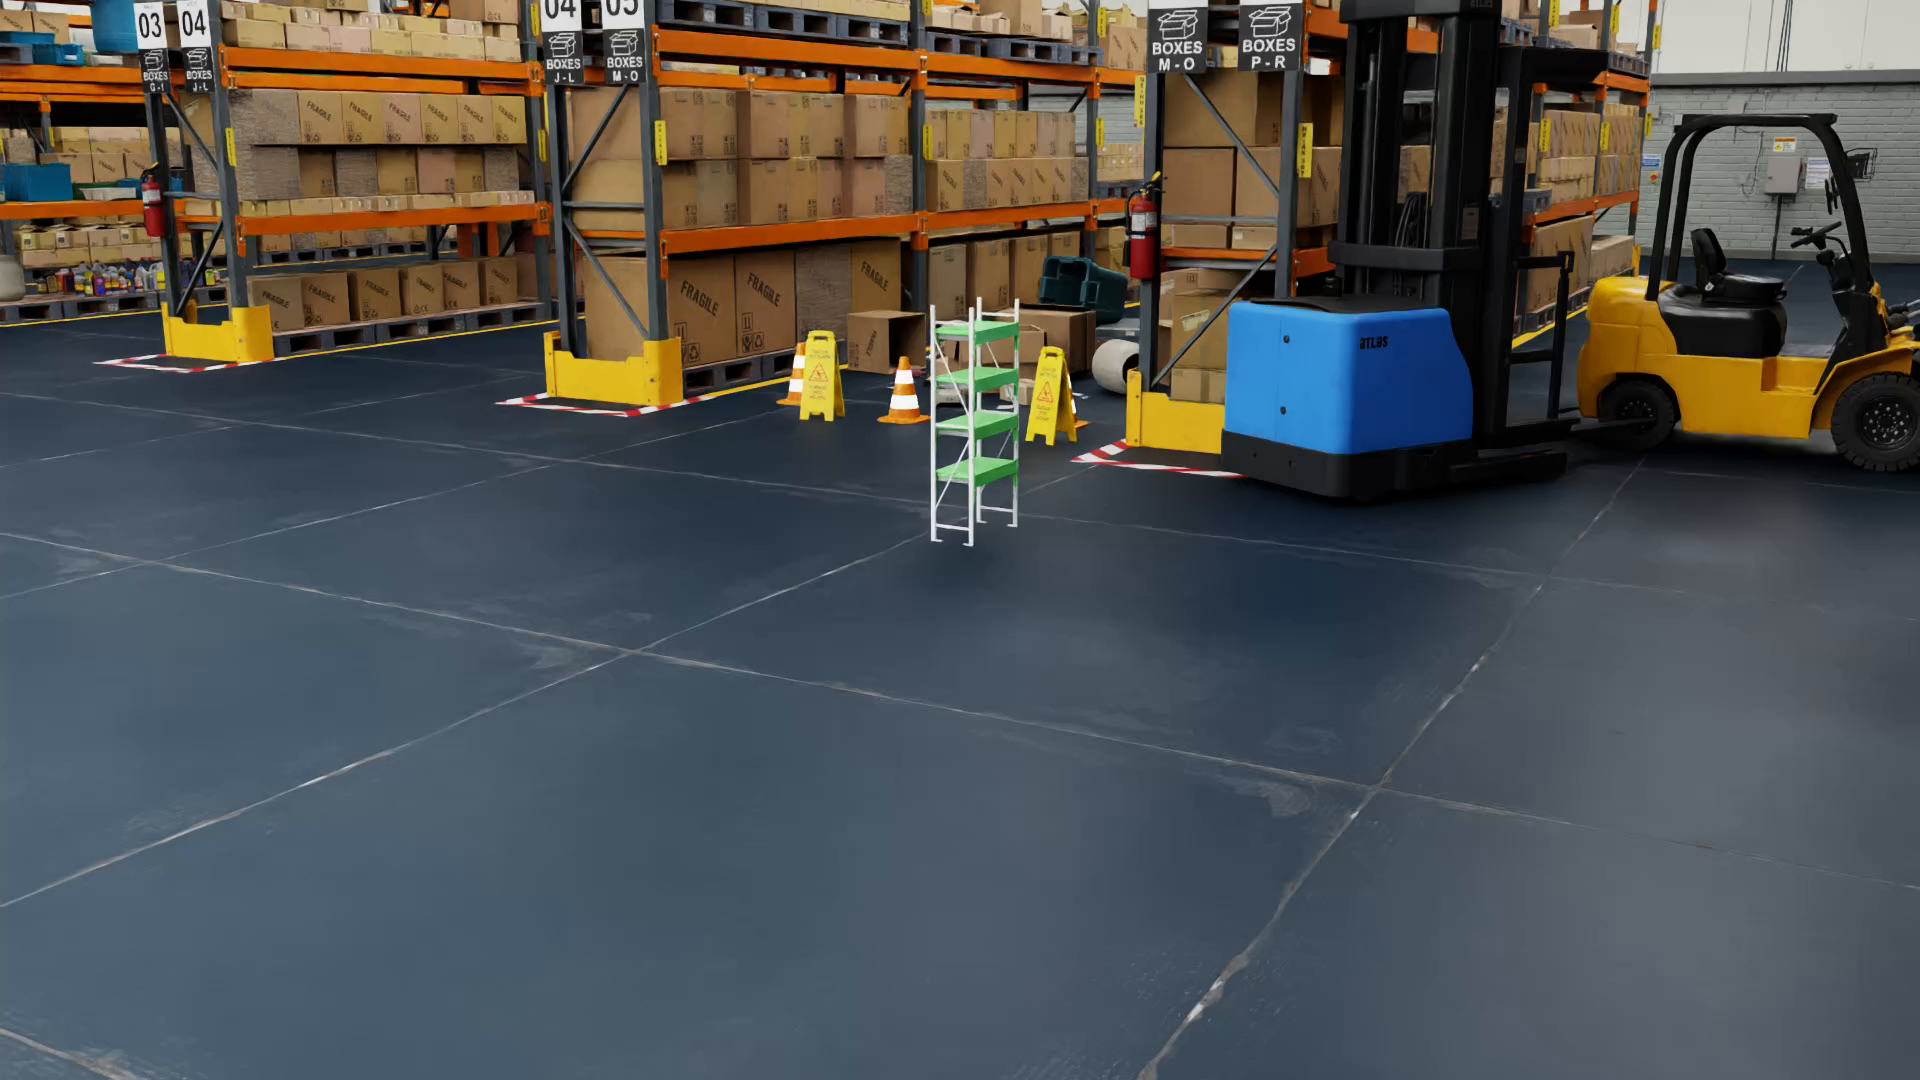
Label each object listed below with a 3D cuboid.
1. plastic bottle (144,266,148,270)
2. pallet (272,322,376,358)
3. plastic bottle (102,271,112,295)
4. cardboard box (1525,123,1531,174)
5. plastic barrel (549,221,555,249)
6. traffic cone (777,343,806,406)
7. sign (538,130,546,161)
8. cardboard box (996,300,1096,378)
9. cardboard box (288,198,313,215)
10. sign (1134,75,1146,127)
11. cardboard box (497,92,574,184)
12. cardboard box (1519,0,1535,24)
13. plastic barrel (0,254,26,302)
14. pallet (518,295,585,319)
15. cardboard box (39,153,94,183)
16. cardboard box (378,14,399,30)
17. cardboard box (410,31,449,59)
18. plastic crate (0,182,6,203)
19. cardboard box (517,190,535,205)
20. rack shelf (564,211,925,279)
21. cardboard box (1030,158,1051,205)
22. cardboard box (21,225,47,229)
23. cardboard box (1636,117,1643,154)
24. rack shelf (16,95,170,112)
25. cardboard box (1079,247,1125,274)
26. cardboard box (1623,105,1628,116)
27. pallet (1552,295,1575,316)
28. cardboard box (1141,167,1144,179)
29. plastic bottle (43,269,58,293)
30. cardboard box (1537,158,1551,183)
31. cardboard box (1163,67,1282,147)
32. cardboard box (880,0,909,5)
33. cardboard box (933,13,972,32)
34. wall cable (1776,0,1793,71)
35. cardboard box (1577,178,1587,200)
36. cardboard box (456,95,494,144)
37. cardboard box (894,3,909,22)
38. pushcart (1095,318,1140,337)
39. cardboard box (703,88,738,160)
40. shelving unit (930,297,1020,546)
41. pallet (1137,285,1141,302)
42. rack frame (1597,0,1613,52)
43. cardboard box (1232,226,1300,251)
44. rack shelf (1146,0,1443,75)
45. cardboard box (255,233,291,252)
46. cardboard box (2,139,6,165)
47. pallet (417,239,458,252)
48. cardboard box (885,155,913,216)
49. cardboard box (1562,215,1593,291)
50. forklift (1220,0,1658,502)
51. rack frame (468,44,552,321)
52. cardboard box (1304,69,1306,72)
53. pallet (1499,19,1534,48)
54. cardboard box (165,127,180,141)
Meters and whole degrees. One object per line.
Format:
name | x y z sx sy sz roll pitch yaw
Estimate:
plastic bottle | -9.837 -3.182 20.191 0.061 0.283 0.133 7 15 28
pallet | -6.564 -1.994 16.354 1.003 0.211 1.213 7 15 28
plastic bottle | -10.045 -3.027 19.572 0.097 0.271 0.097 0 14 0
cardboard box | 5.301 -3.855 16.380 0.500 0.500 0.500 7 15 27
plastic barrel | -6.531 -4.829 26.574 0.421 0.512 0.421 0 14 0
traffic cone | -1.232 -1.303 12.953 0.336 0.463 0.334 7 15 28
sign | -4.612 -4.353 18.342 0.100 0.325 0.005 7 15 28
cardboard box | 0.728 -1.741 14.392 0.797 0.637 0.503 7 15 28
cardboard box | -6.406 -3.179 15.857 0.380 0.149 0.250 7 15 28
sign | 1.174 -2.832 10.736 0.100 0.325 0.005 7 15 28
cardboard box | -4.584 -4.635 19.183 1.000 1.000 1.000 7 15 28
cardboard box | 5.568 -5.497 17.418 0.797 0.503 0.637 6 15 25
plastic barrel | -10.867 -2.974 18.881 0.421 0.512 0.421 0 14 0
pallet | -4.716 -2.796 19.682 1.003 0.211 1.213 7 15 28
cardboard box | -13.121 -5.428 24.433 0.500 0.500 0.500 9 16 32
cardboard box | -5.835 -5.155 16.587 0.380 0.149 0.250 7 15 26
cardboard box | -5.586 -5.043 16.972 0.500 0.250 0.500 7 15 28
plastic crate | -11.061 -3.929 18.750 0.499 0.251 0.408 7 15 28
cardboard box | -4.937 -3.792 18.400 0.380 0.149 0.250 7 15 28
rack shelf | -1.765 -2.649 14.657 1.077 0.370 4.000 7 15 28
cardboard box | 0.669 -3.951 18.309 0.500 0.500 0.500 7 15 27
cardboard box | -13.570 -4.478 24.483 0.500 0.311 0.500 8 16 30
cardboard box | 9.361 -5.740 23.596 0.500 0.500 0.500 8 16 30
rack shelf | -15.198 -8.015 30.514 1.077 0.370 4.000 7 15 28
cardboard box | 1.701 -3.335 20.405 0.500 0.500 0.500 7 15 26
cardboard box | 8.818 -5.817 22.531 0.380 0.149 0.250 8 16 29
pallet | 6.556 -2.737 19.435 1.003 0.211 1.213 7 15 28
cardboard box | 2.168 -4.653 21.074 0.380 0.149 0.250 8 16 29
plastic bottle | -10.816 -3.078 19.759 0.061 0.283 0.133 8 16 29
cardboard box | 5.979 -3.936 17.713 0.500 0.250 0.500 7 15 28
cardboard box | 1.706 -2.857 11.004 0.700 0.500 0.500 7 15 27
cardboard box | -0.811 -5.062 15.306 0.500 0.250 0.500 7 15 27
cardboard box | -0.079 -5.183 16.658 0.250 0.149 0.380 7 15 28
wall cable | 14.966 -9.056 26.815 2.988 3.039 0.133 7 15 28
cardboard box | 7.208 -4.213 19.927 0.500 0.250 0.500 7 15 27
cardboard box | -5.308 -4.445 17.590 0.500 0.500 0.500 7 15 28
cardboard box | -0.694 -4.887 15.432 0.380 0.149 0.250 7 15 28
pushcart | 1.564 -1.843 15.371 1.648 0.377 0.936 2 14 9
cardboard box | -2.333 -3.382 13.536 0.875 0.550 0.550 7 15 28
shelving unit | 0.080 -0.617 8.534 0.258 1.200 0.503 7 15 28
pallet | 2.106 -3.284 21.704 1.003 0.211 1.213 7 15 28
rack frame | 7.452 -7.427 20.140 1.000 3.000 0.127 7 15 28
cardboard box | 1.996 -1.973 10.852 0.380 0.149 0.250 7 15 28
rack shelf | 2.617 -3.567 12.065 1.077 0.370 4.000 7 15 28
cardboard box | -11.357 -4.996 27.249 0.500 0.500 0.500 8 16 30
cardboard box | -16.630 -6.543 28.123 0.700 0.500 0.500 6 15 23
pallet | -9.561 -5.542 31.070 1.003 0.211 1.213 7 15 28
cardboard box | -0.966 -3.405 15.938 0.875 0.550 0.550 7 15 28
cardboard box | 7.222 -3.546 20.477 0.875 0.875 0.875 8 16 30
forklift | 3.089 -1.872 10.045 3.031 2.935 1.130 -8 16 -31
rack frame | -5.091 -3.992 18.692 1.000 3.000 0.127 7 15 28
cardboard box | 5.015 -7.133 25.642 0.500 0.250 0.500 7 15 27
pallet | 4.475 -4.564 15.065 1.213 0.211 1.003 7 15 28
cardboard box | -14.736 -7.551 30.964 0.500 0.250 0.500 8 16 29
